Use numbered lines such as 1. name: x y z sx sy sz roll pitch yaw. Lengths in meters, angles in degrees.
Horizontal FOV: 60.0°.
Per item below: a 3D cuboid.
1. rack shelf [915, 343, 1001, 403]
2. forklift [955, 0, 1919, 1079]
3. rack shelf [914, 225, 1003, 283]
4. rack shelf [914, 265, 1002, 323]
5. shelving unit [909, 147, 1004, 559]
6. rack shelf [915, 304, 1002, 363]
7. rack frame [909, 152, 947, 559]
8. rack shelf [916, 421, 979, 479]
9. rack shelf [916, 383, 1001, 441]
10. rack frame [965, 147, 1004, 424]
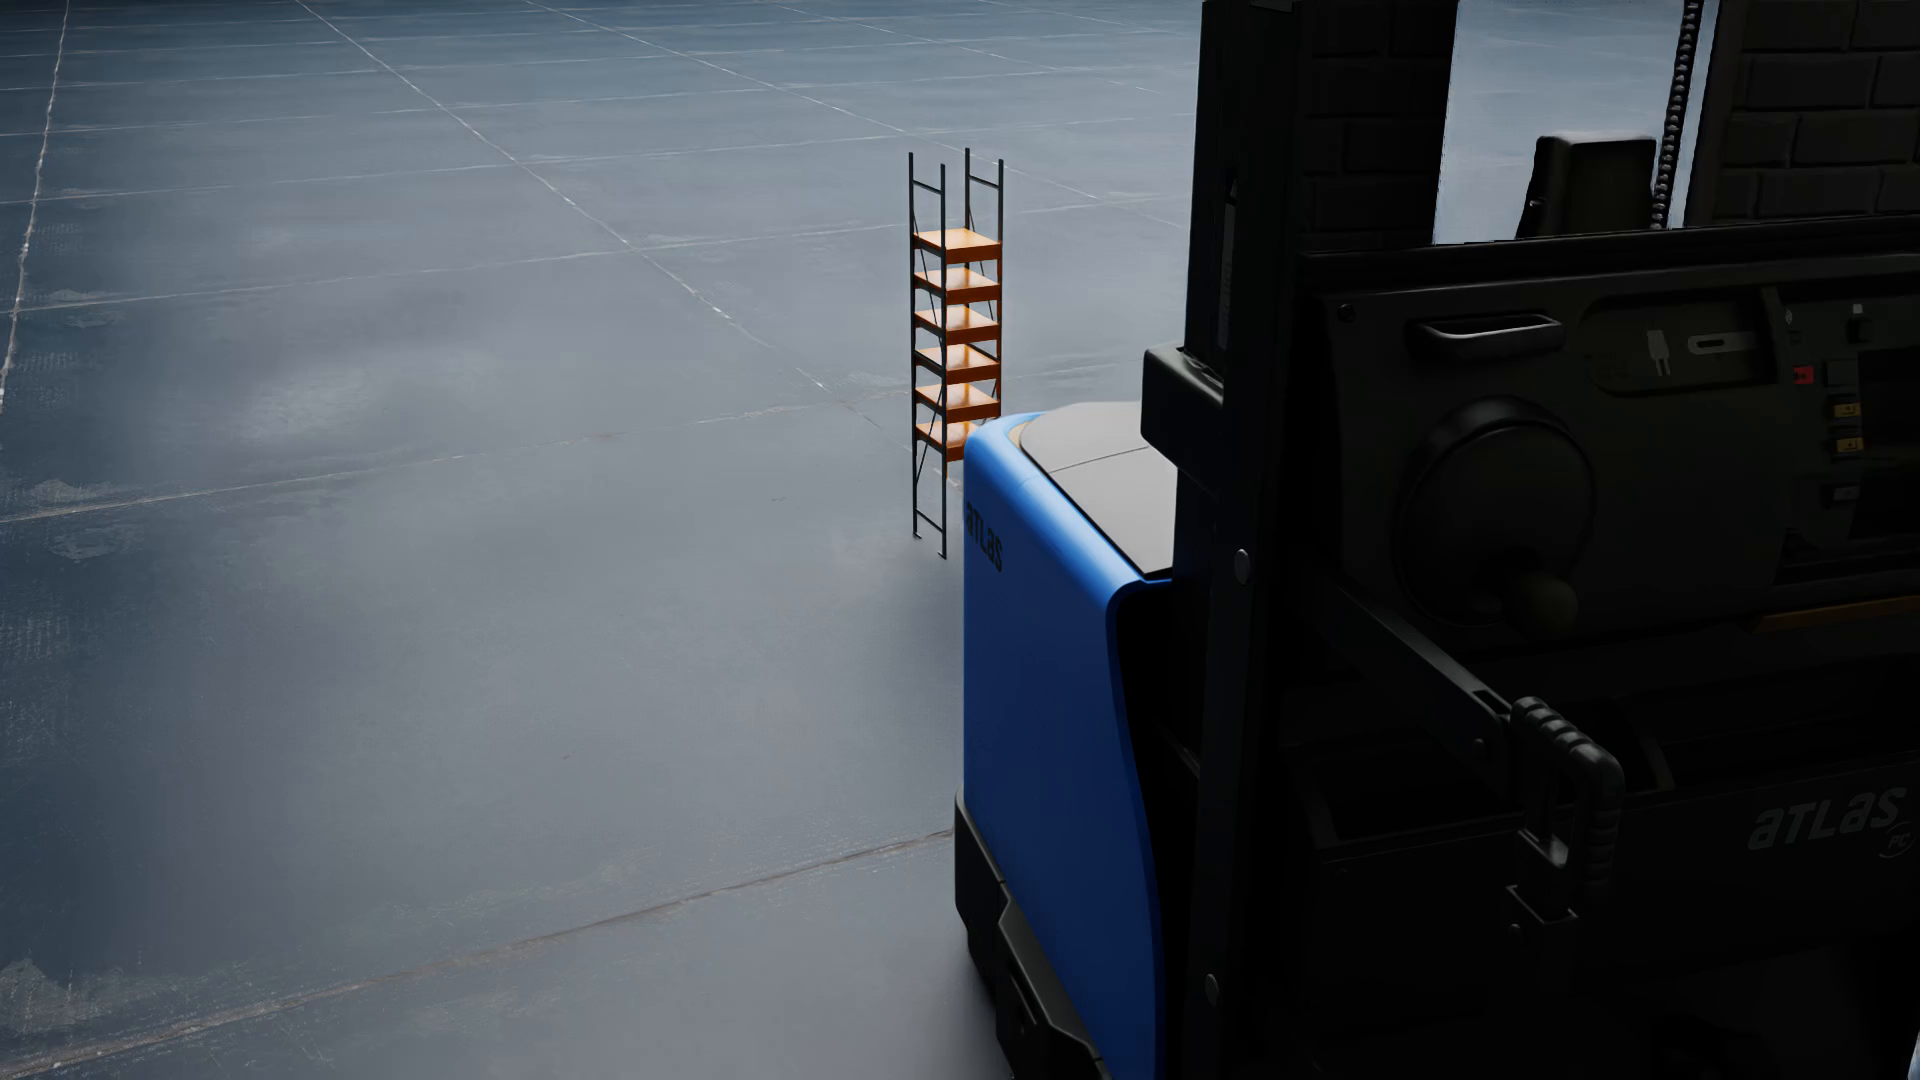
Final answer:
1. rack shelf: -0.013 -0.511 5.032 0.180 0.103 0.258 -10 25 -24
2. forklift: 0.886 -0.093 1.643 1.130 2.935 3.031 -6 23 -15
3. rack shelf: -0.013 -0.844 4.894 0.180 0.103 0.258 -10 25 -24
4. rack shelf: -0.013 -0.733 4.940 0.180 0.103 0.258 -10 25 -24
5. shelving unit: -0.013 -0.552 5.015 0.189 1.200 0.258 -10 25 -24
6. rack shelf: -0.013 -0.622 4.986 0.180 0.103 0.258 -10 25 -24
7. rack frame: -0.095 -0.537 4.978 0.006 1.200 0.240 -10 25 -24
8. rack shelf: -0.013 -0.289 5.124 0.180 0.103 0.258 -10 25 -24
9. rack shelf: -0.013 -0.400 5.078 0.180 0.103 0.258 -10 25 -24
10. rack frame: 0.069 -0.567 5.051 0.006 1.200 0.240 -10 25 -24
